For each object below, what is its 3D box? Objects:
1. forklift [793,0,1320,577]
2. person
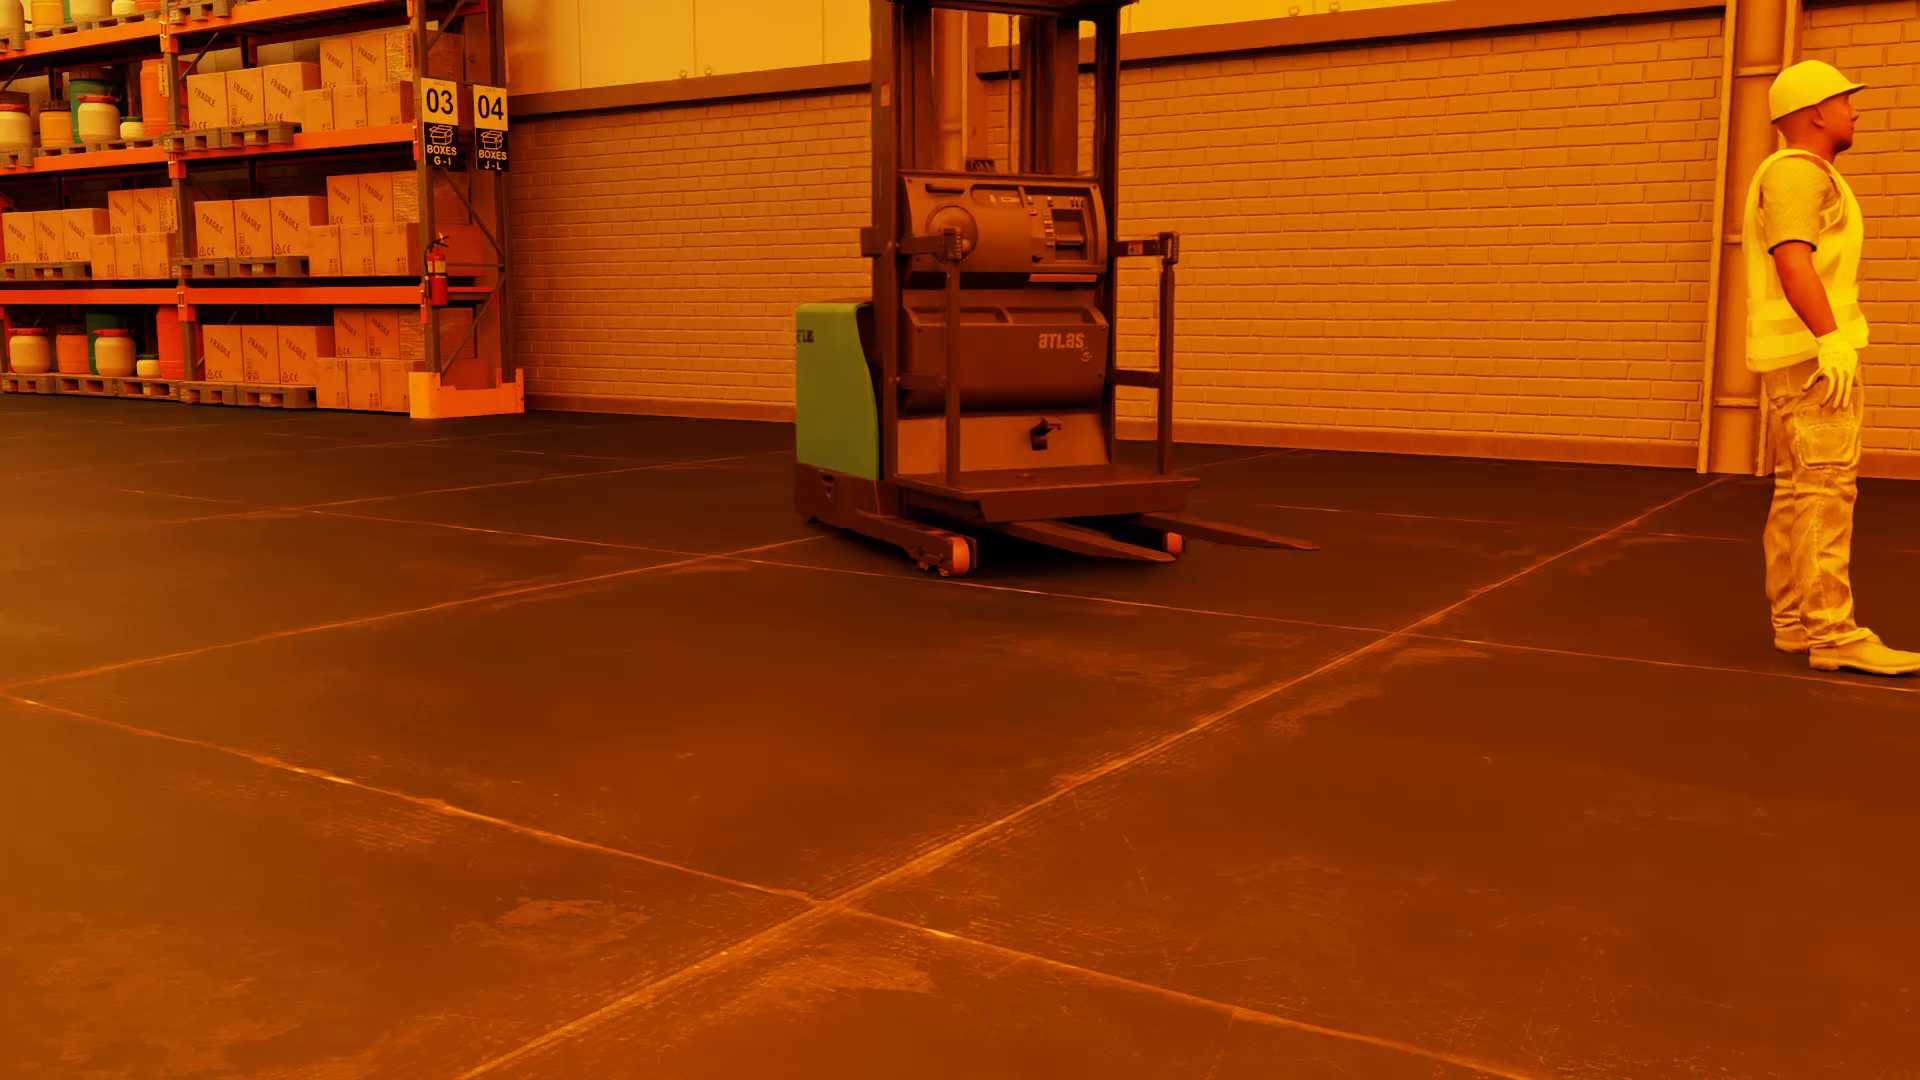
[{"bbox_3d":[0.296,-1.373,6.849,1.130,2.935,3.031,-4,9,-26],"label":"forklift"},{"bbox_3d":[2.629,-0.534,5.001,0.549,1.787,0.653,3,9,21],"label":"person"}]
